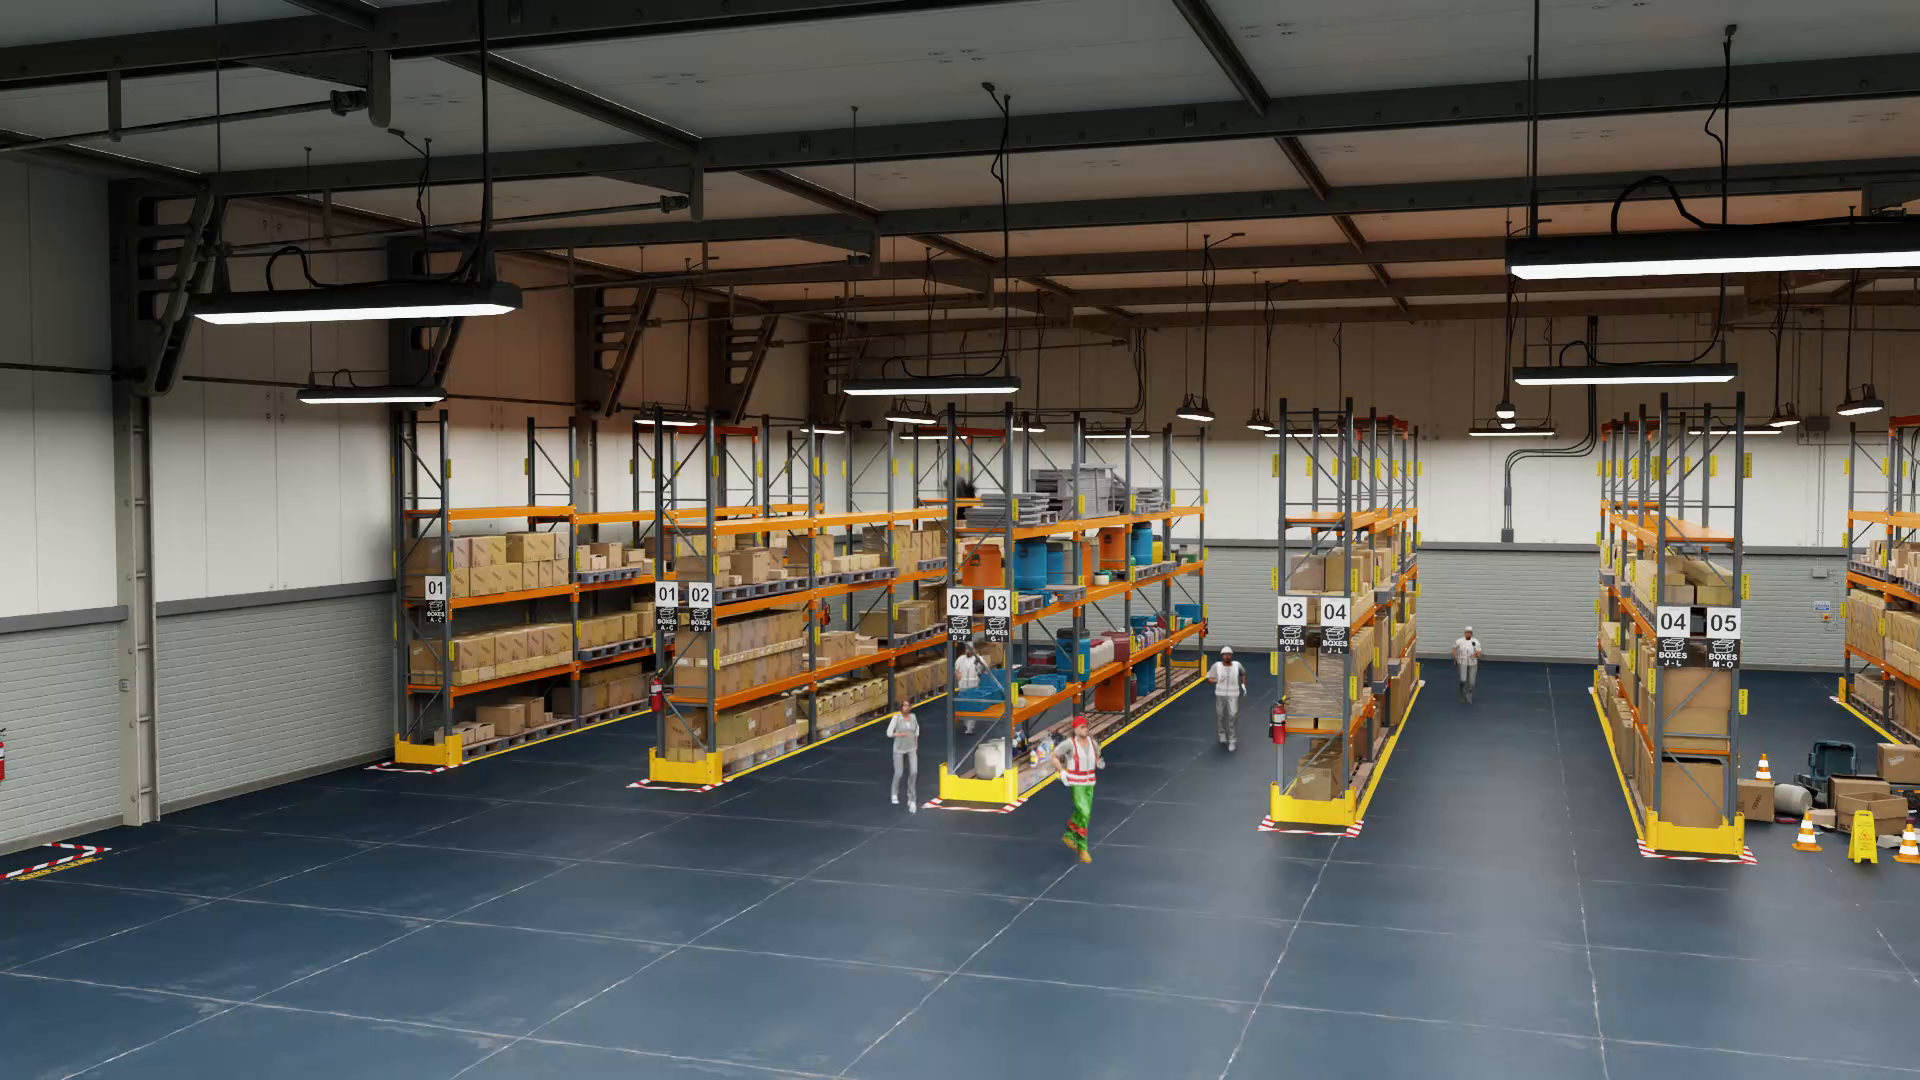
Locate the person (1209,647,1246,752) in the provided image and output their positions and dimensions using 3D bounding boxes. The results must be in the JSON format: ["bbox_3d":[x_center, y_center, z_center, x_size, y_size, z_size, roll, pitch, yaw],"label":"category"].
[{"bbox_3d":[4.782,2.822,29.765,0.662,1.835,0.821,0,2,10],"label":"person"}]

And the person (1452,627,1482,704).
[{"bbox_3d":[10.772,2.661,35.312,0.585,1.645,0.636,0,2,11],"label":"person"}]

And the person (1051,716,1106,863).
[{"bbox_3d":[1.547,3.183,21.444,0.635,1.839,0.770,-2,3,-35],"label":"person"}]

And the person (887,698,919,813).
[{"bbox_3d":[-0.824,3.140,24.452,0.540,1.633,0.702,-1,3,-17],"label":"person"}]

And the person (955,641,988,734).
[{"bbox_3d":[0.193,2.773,31.565,0.674,1.746,0.817,0,2,11],"label":"person"}]
